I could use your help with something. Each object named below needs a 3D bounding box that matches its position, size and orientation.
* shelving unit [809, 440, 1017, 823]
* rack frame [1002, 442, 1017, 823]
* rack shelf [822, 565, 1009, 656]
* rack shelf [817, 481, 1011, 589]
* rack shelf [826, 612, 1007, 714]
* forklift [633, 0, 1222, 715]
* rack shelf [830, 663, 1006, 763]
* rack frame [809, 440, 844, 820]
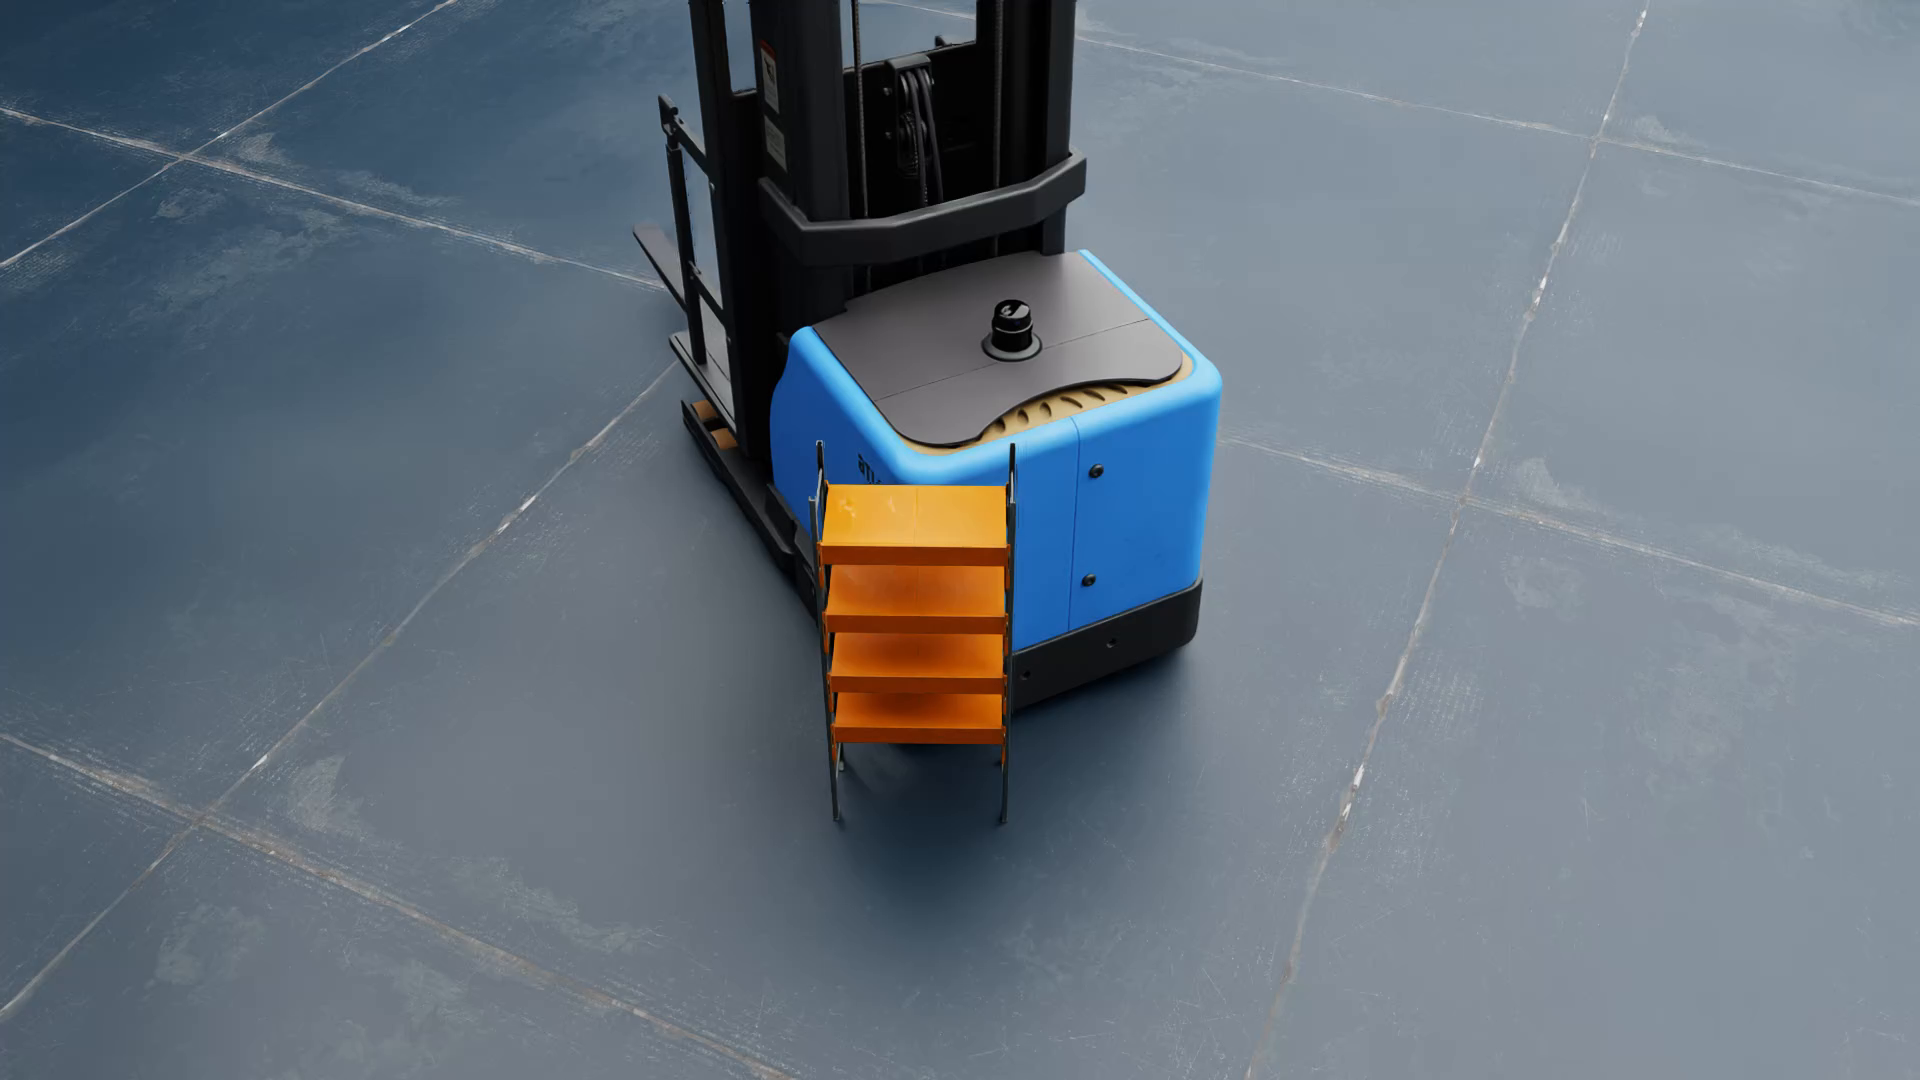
[{"bbox_3d":[-0.113,0.282,4.508,0.503,1.200,0.258,1,41,1],"label":"shelving unit"},{"bbox_3d":[0.131,0.285,4.505,0.015,1.200,0.240,1,41,1],"label":"rack frame"},{"bbox_3d":[-0.113,0.164,4.406,0.480,0.148,0.258,1,41,1],"label":"rack shelf"},{"bbox_3d":[-0.113,-0.014,4.251,0.480,0.148,0.258,1,41,1],"label":"rack shelf"},{"bbox_3d":[-0.113,0.333,4.552,0.480,0.148,0.258,1,41,1],"label":"rack shelf"},{"bbox_3d":[-0.368,-1.472,5.210,1.130,2.935,3.031,-19,44,-20],"label":"forklift"},{"bbox_3d":[-0.113,0.483,4.682,0.480,0.148,0.258,1,41,1],"label":"rack shelf"},{"bbox_3d":[-0.357,0.280,4.511,0.015,1.200,0.240,1,41,1],"label":"rack frame"}]
